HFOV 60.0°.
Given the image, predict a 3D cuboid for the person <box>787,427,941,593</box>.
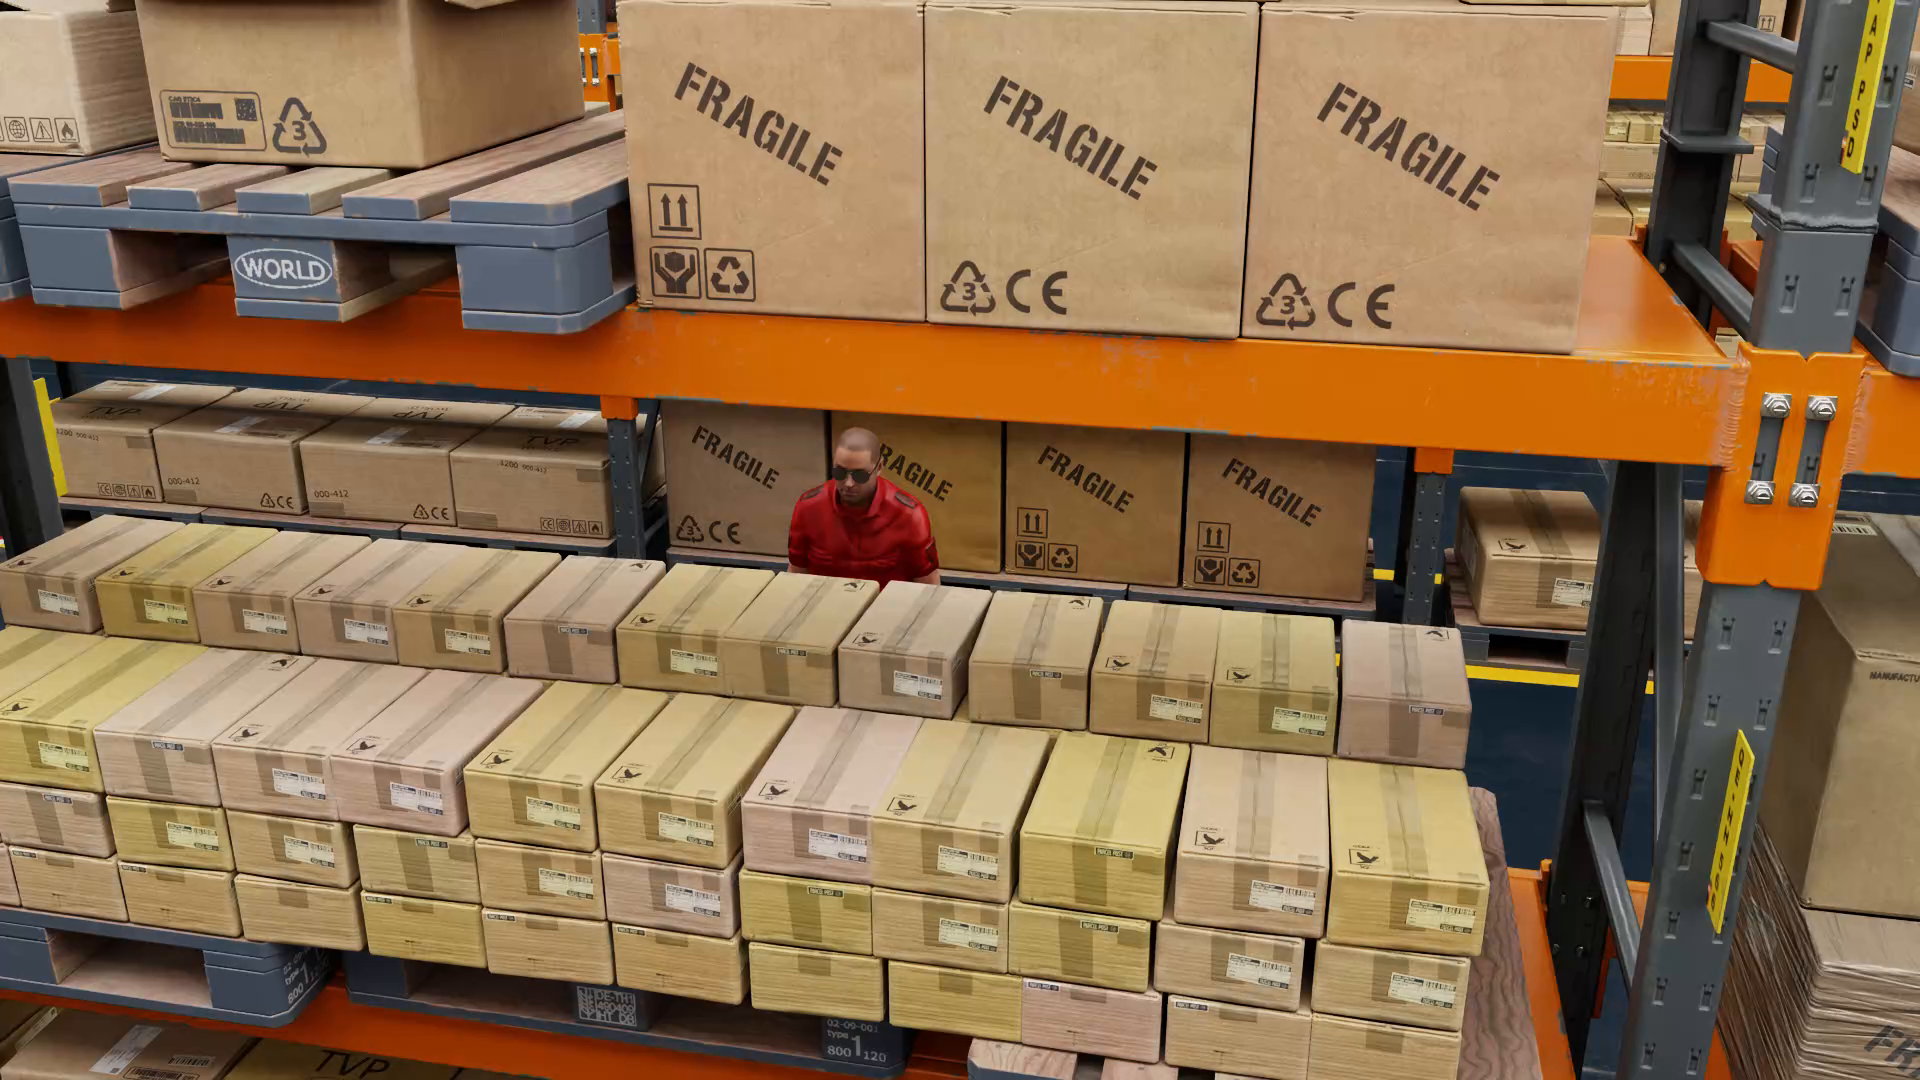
[{"bbox_3d":[-0.364,0.402,6.078,0.586,1.727,0.395,5,22,11],"label":"person"}]
